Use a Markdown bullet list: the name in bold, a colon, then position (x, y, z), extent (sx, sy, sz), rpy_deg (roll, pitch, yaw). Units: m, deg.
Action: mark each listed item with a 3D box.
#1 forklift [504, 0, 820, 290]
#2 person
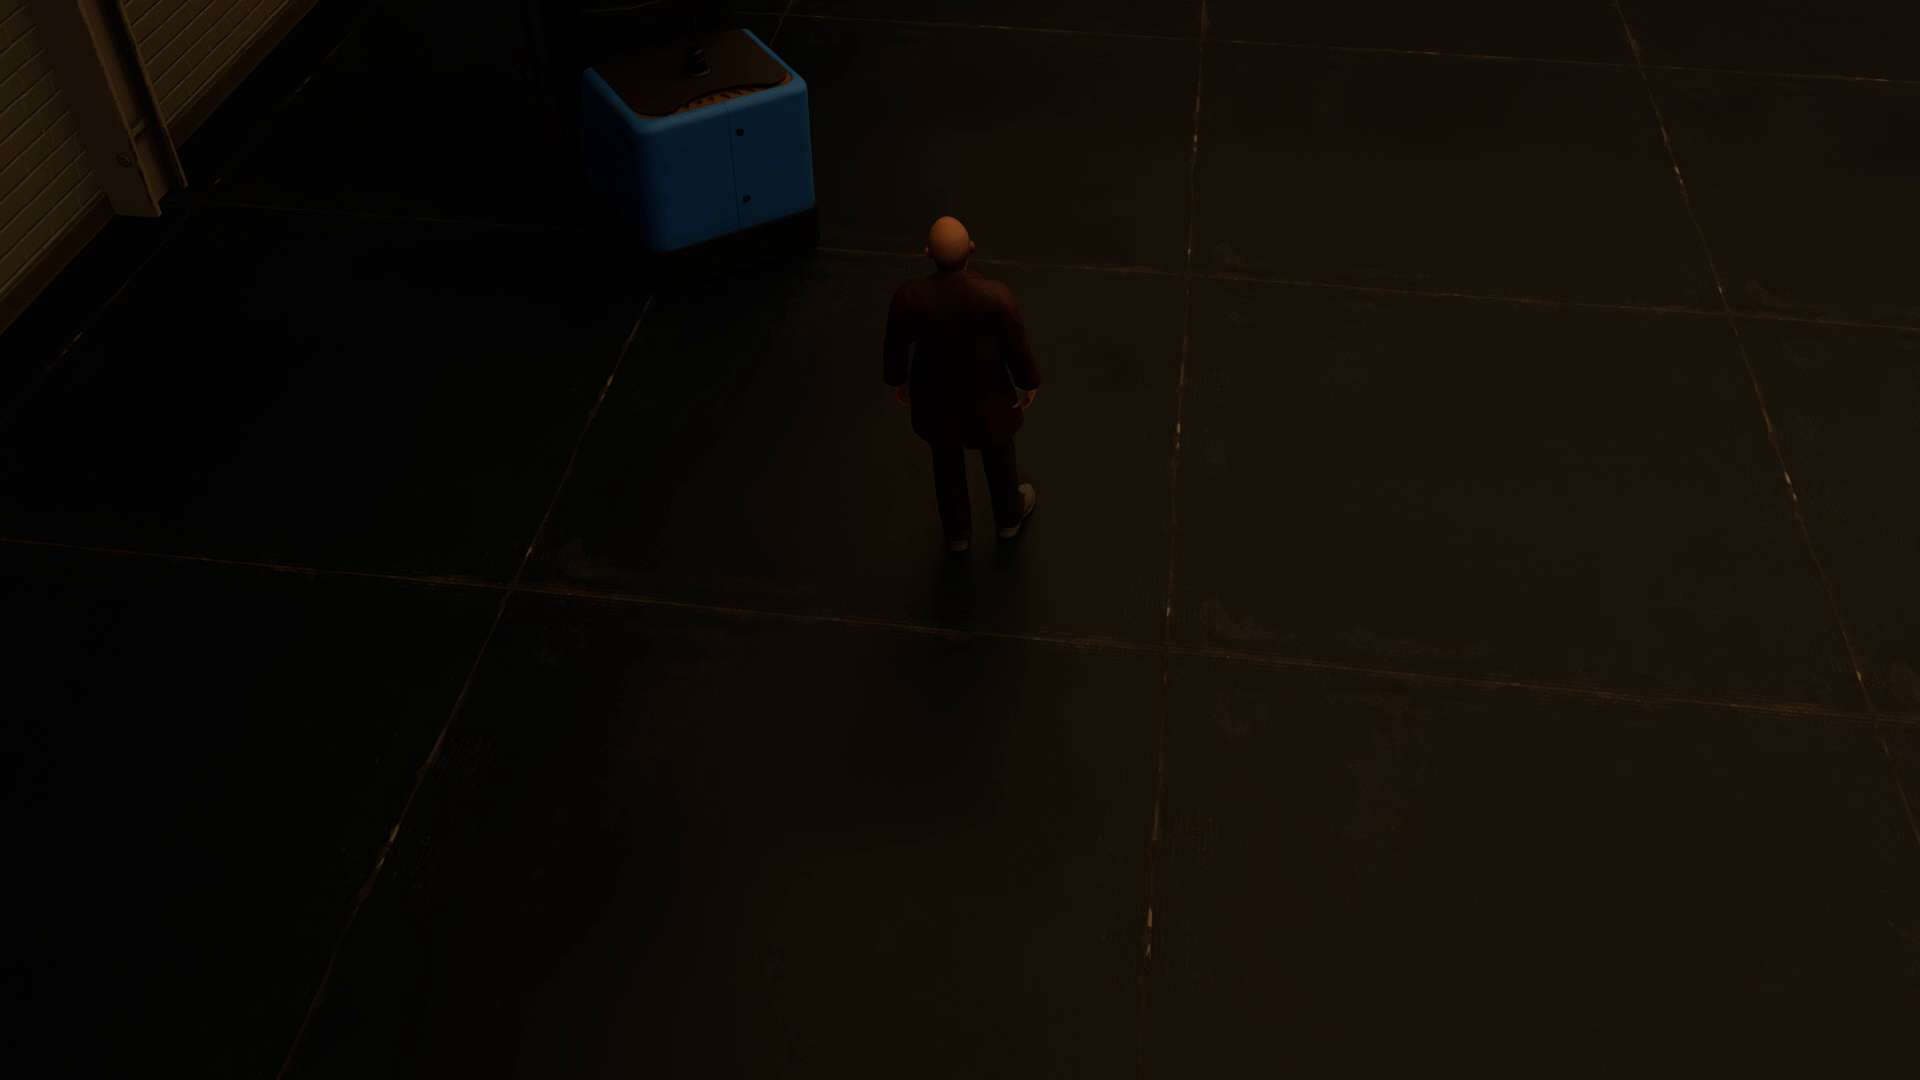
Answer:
- **forklift**: position (-2.001, -3.462, 9.493), extent (1.130, 2.935, 3.031), rpy_deg (-22, 47, -22)
- **person**: position (0.016, -0.722, 7.351), extent (0.698, 1.778, 0.579), rpy_deg (5, 43, 6)
